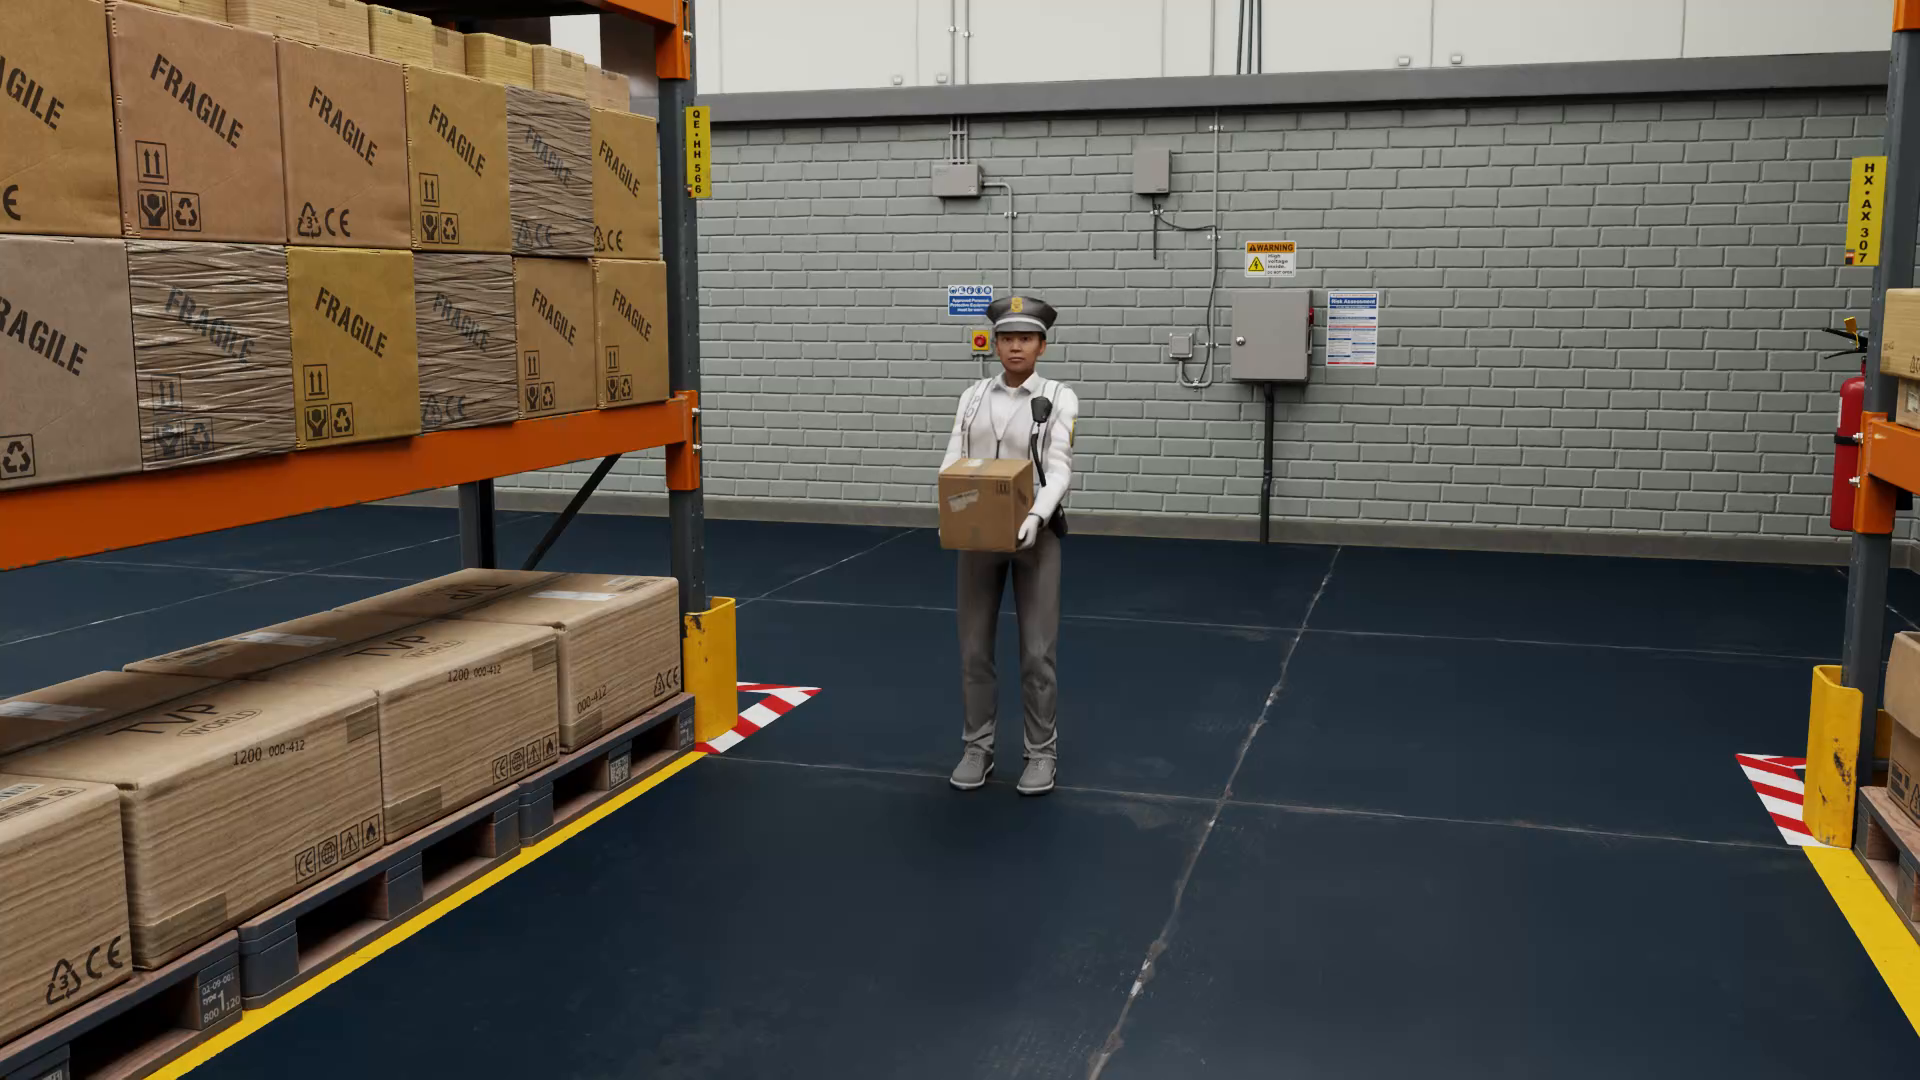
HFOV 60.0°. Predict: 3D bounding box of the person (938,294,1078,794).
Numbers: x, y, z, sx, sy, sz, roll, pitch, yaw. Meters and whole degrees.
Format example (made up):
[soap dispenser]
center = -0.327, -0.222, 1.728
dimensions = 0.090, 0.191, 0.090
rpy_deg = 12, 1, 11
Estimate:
[person]
center = 0.148, 0.019, 5.635
dimensions = 0.458, 1.686, 0.558
rpy_deg = 3, 9, 17
